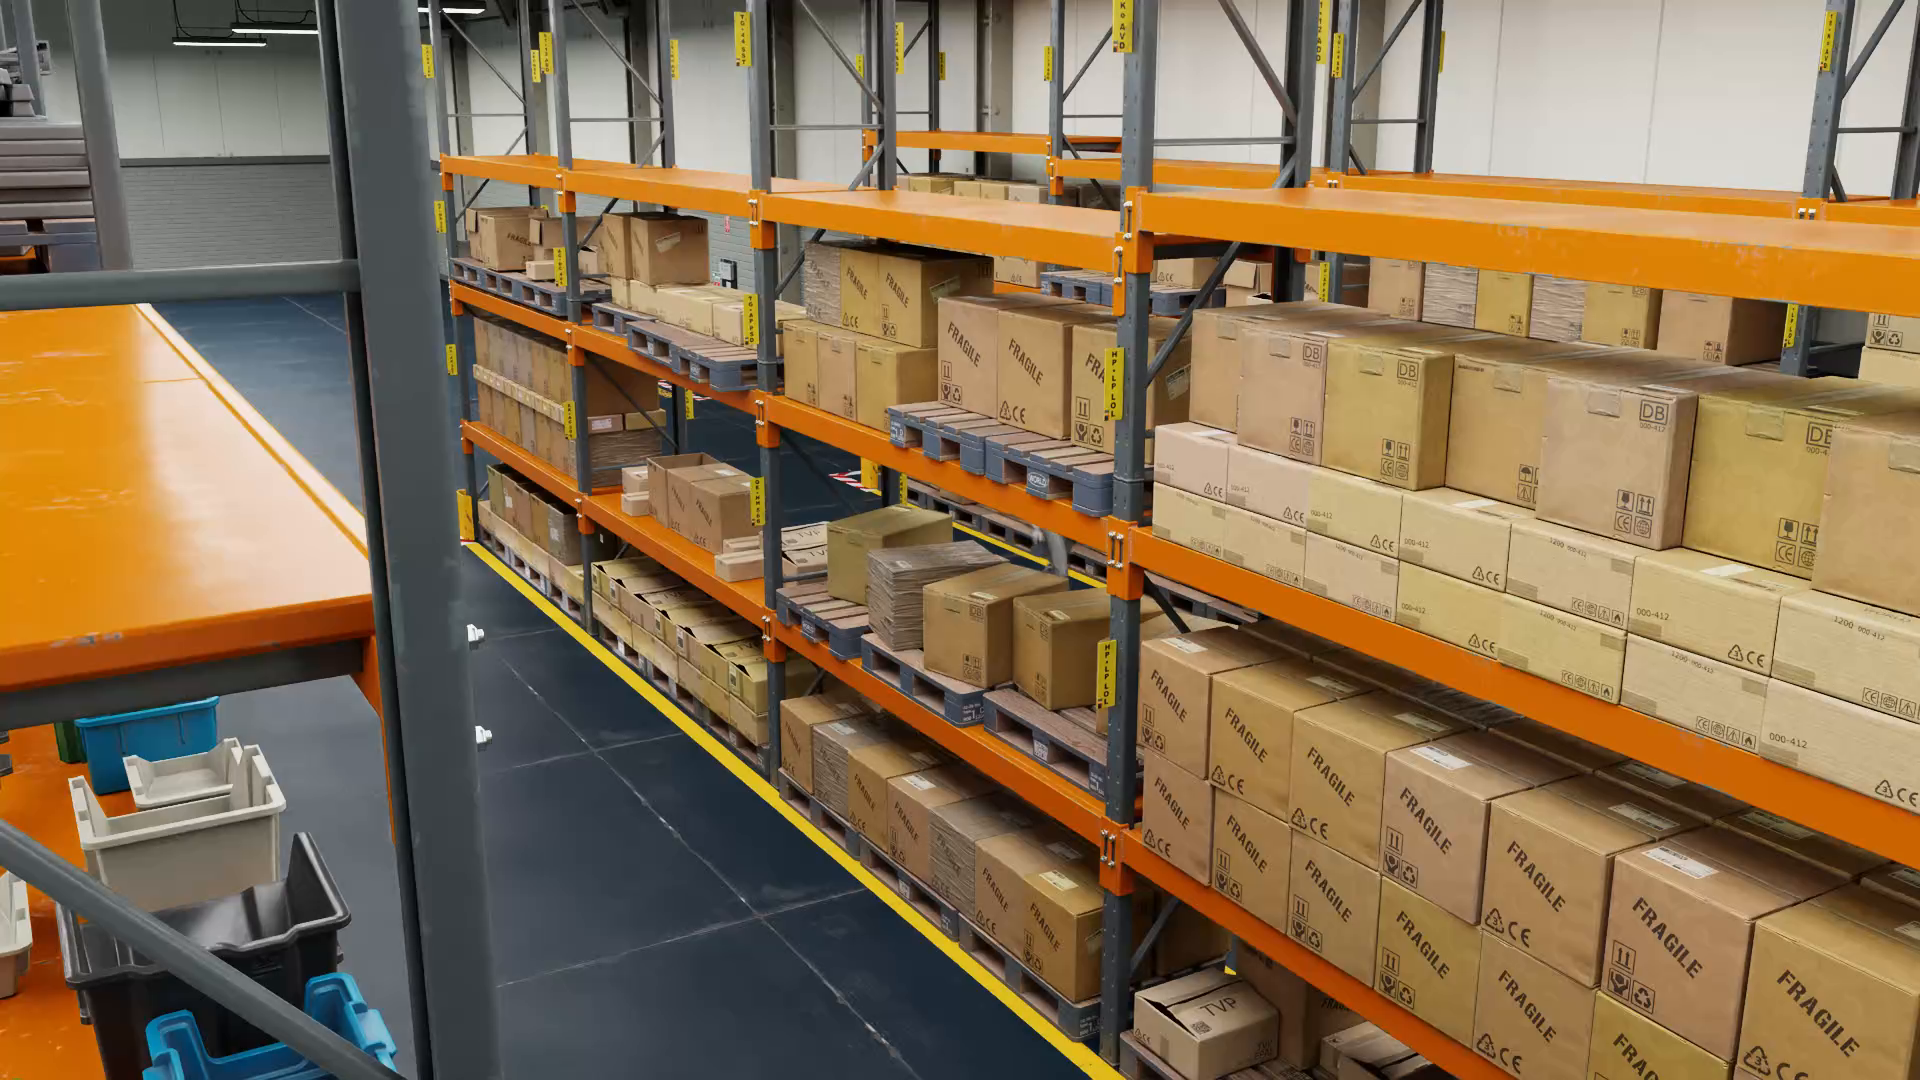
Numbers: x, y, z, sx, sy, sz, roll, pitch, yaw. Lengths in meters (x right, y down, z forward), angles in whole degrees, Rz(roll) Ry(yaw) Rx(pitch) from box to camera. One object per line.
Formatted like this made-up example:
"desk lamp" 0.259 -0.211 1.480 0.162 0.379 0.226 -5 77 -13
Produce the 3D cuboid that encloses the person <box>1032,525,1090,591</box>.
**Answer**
"person" 0.992 -0.105 15.335 0.509 1.619 0.948 -8 17 -27
